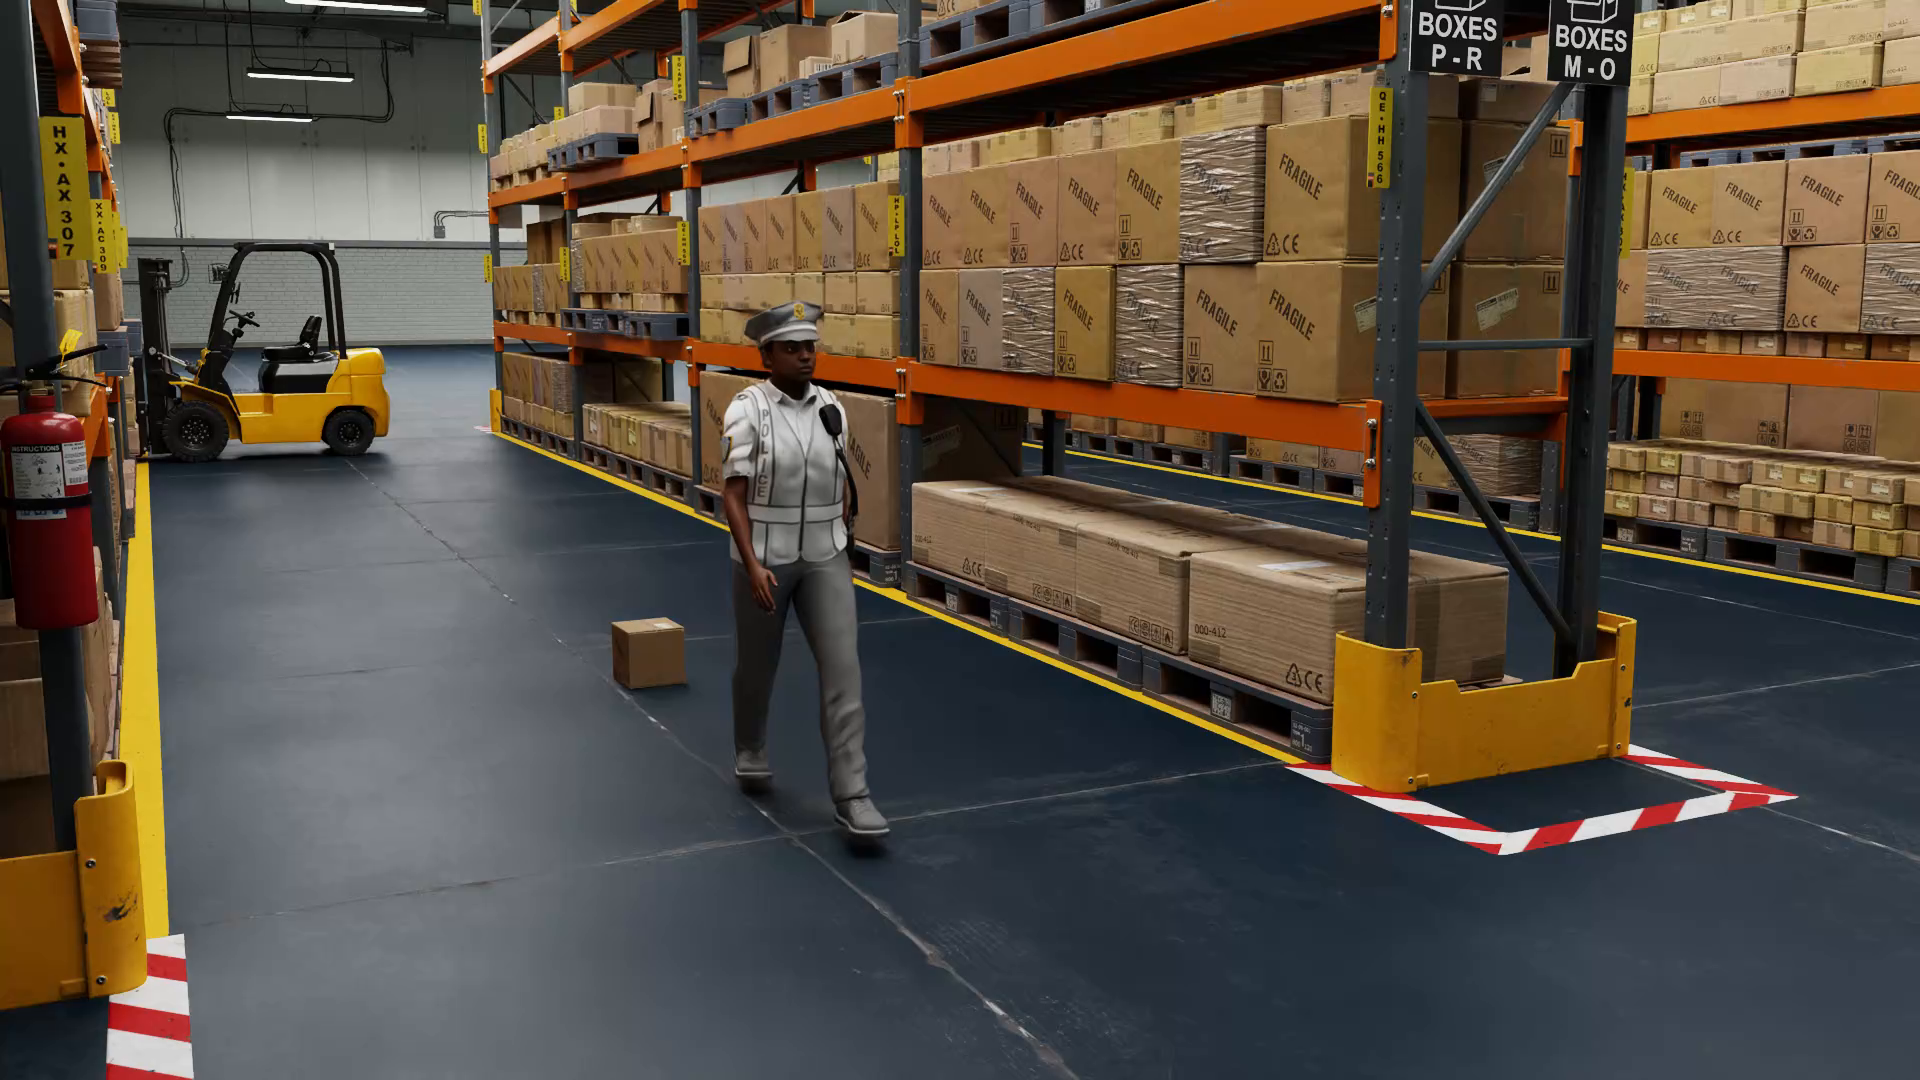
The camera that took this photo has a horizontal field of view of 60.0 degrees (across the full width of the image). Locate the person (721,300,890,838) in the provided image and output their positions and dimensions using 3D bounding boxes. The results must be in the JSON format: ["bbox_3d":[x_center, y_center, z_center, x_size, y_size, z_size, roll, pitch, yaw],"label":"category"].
[{"bbox_3d":[-0.530,0.054,5.301,0.441,1.622,1.019,-4,9,-22],"label":"person"}]
